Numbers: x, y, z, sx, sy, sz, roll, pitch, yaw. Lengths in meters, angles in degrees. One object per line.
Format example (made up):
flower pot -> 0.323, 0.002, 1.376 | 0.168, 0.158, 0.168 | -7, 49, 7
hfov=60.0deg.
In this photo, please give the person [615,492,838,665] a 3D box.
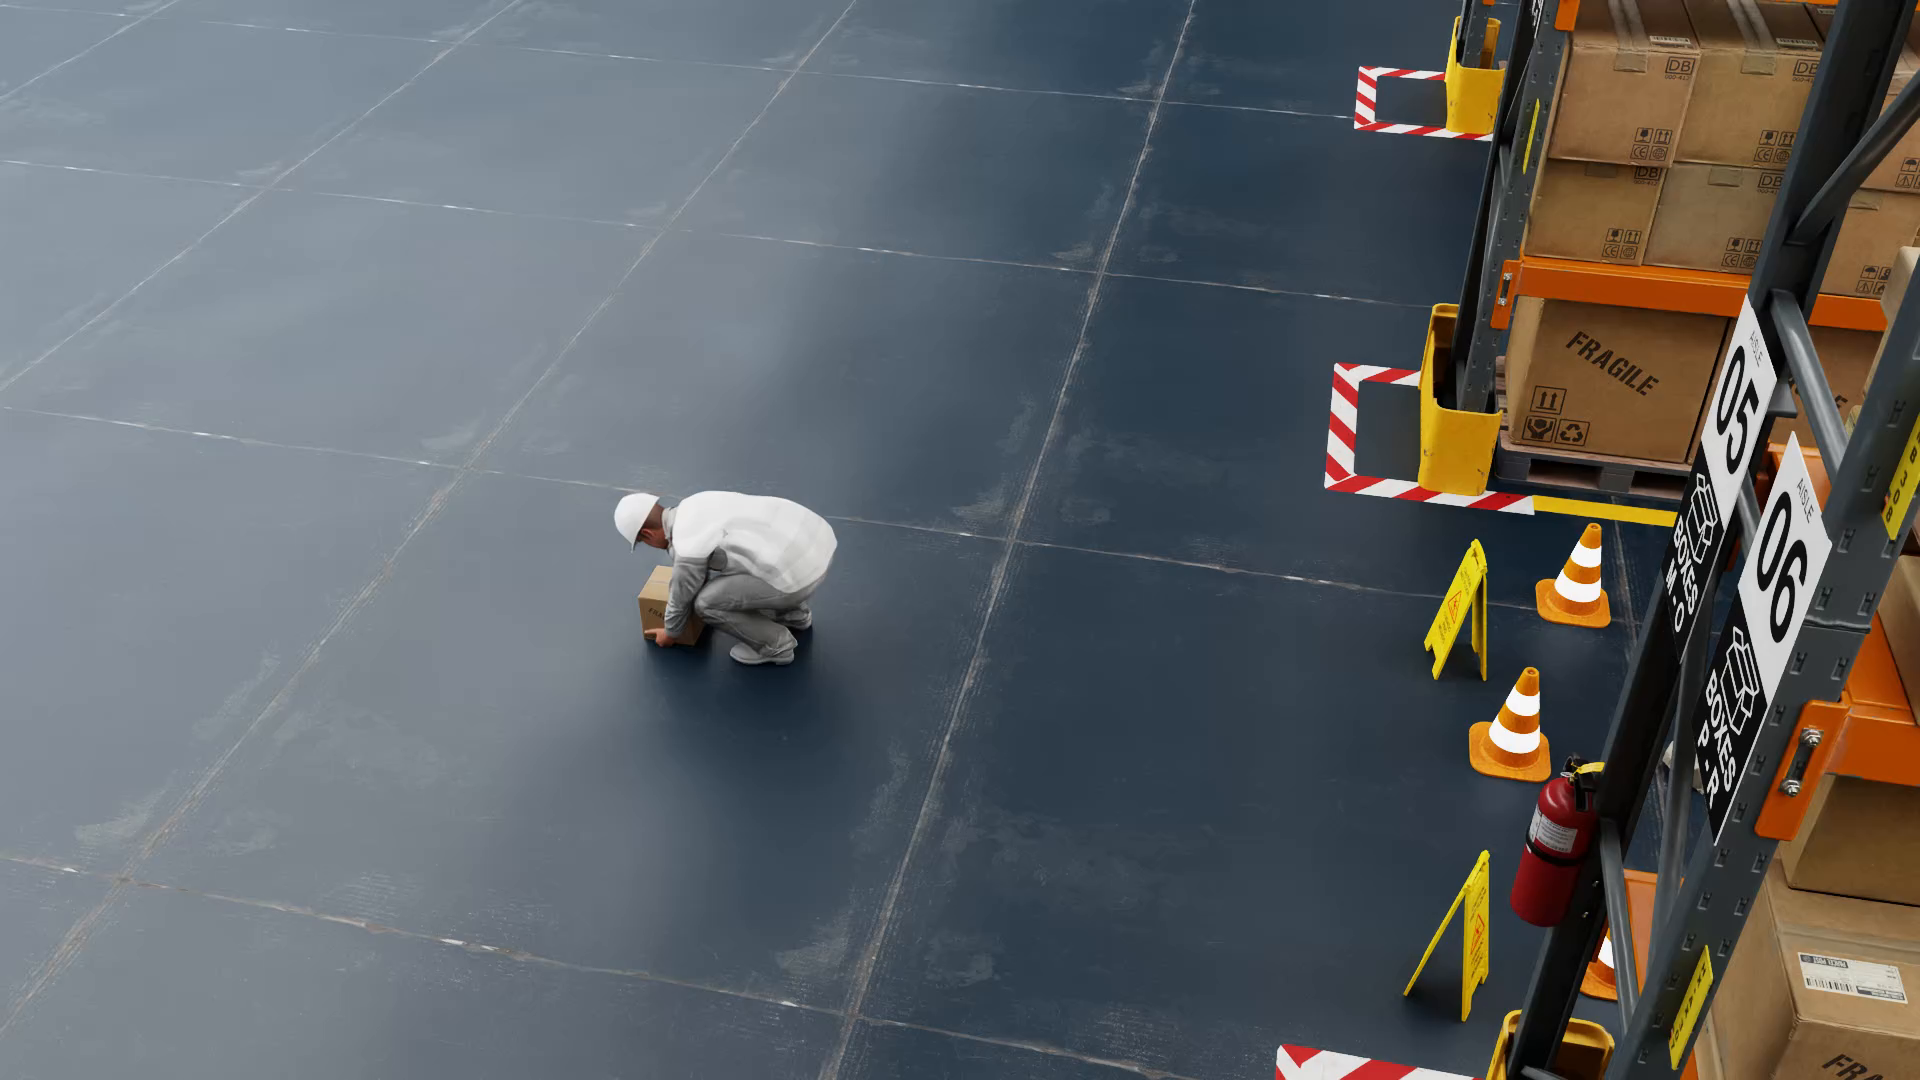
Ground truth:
person -> -1.061, 0.148, 7.609 | 0.986, 0.790, 0.508 | 7, 37, 9
